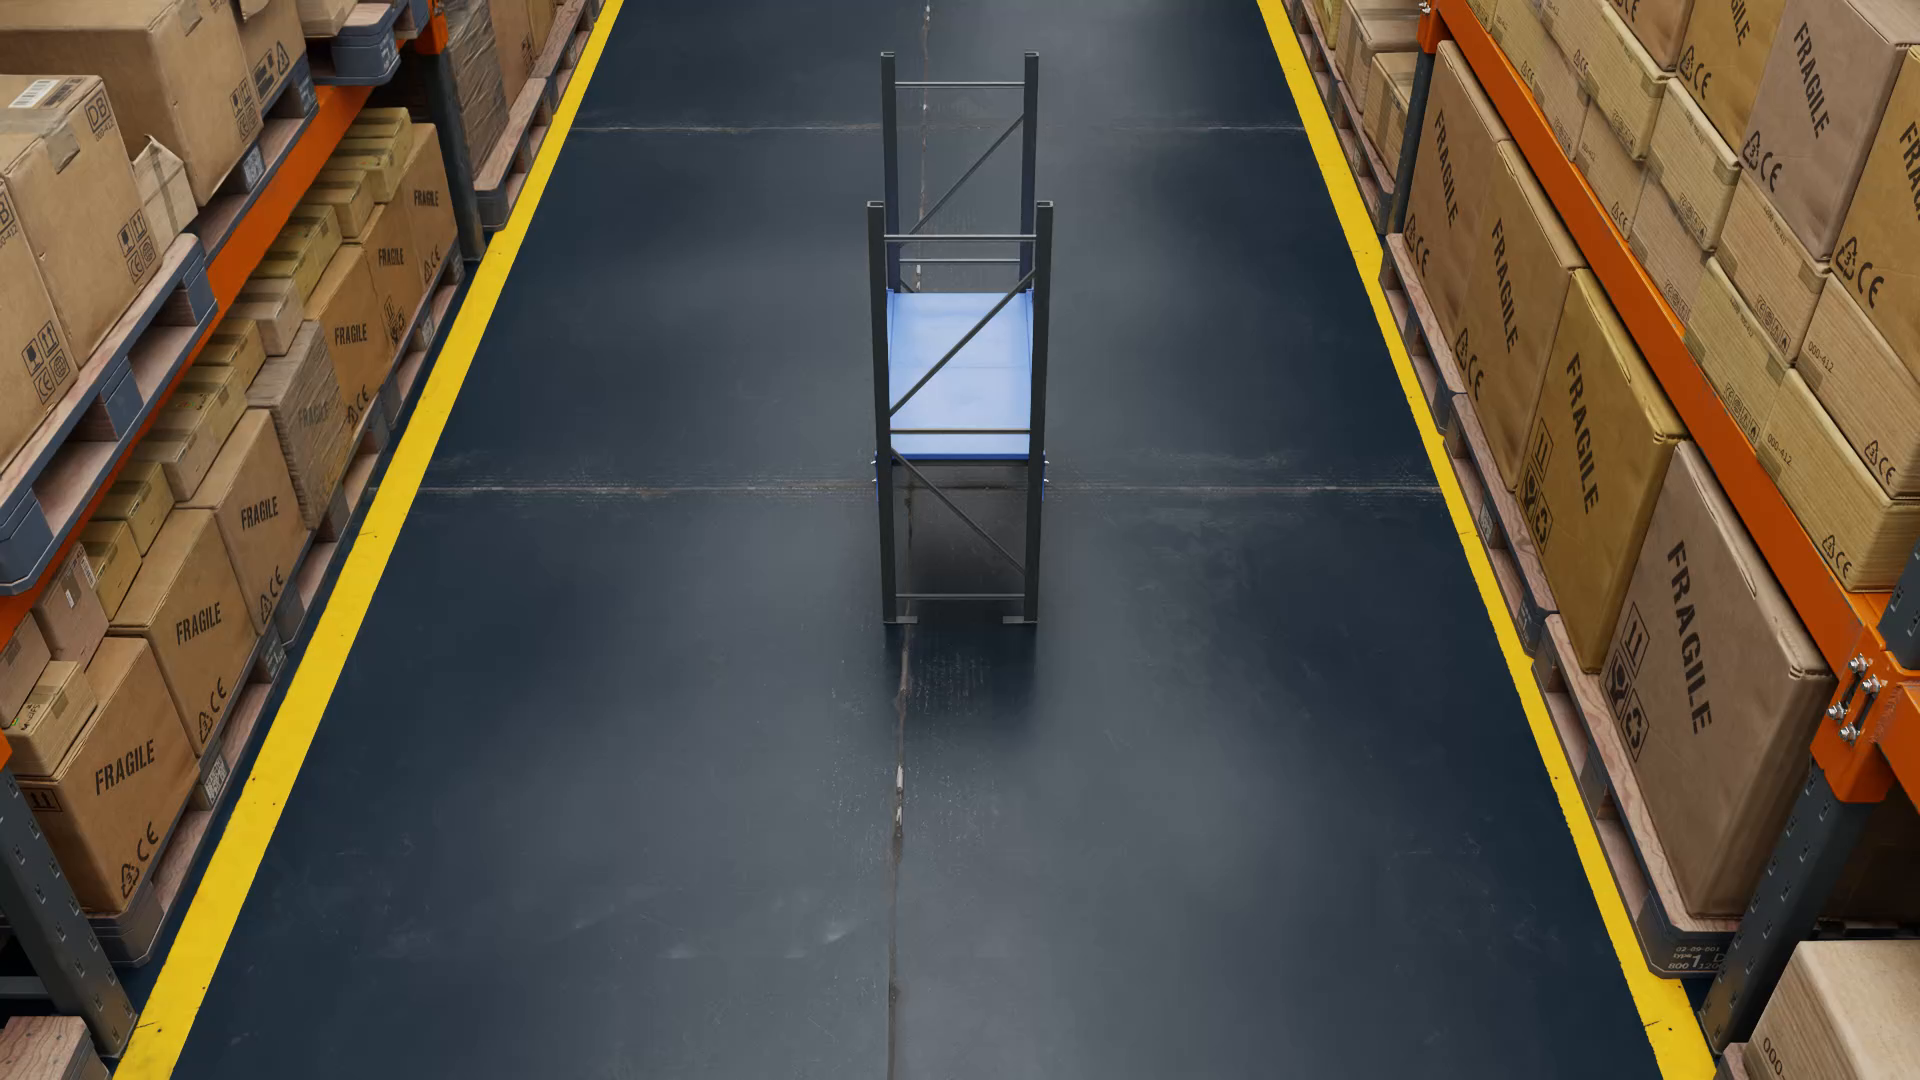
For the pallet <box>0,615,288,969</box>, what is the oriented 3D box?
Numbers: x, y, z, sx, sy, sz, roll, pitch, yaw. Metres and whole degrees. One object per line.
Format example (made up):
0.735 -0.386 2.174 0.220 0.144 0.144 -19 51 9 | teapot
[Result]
-2.626 0.665 4.751 1.003 0.211 1.213 0 39 0 | pallet

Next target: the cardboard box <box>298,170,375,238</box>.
-2.350 -1.213 6.010 0.380 0.149 0.250 -1 39 -2 | cardboard box

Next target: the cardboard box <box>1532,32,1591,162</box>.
2.134 -1.408 5.228 0.500 0.250 0.500 1 39 1 | cardboard box

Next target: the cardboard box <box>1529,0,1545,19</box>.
2.125 -1.918 5.465 0.500 0.250 0.500 1 39 1 | cardboard box

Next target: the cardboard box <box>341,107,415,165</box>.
-2.338 -1.549 6.428 0.380 0.149 0.250 -2 39 -2 | cardboard box

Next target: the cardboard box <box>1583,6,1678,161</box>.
2.101 -1.289 4.680 0.500 0.250 0.500 1 39 1 | cardboard box

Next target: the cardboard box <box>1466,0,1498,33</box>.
2.121 -2.057 6.038 0.500 0.250 0.500 -1 39 -1 | cardboard box

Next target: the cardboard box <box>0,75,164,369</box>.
-2.365 -0.744 3.864 0.700 0.500 0.500 0 39 0 | cardboard box

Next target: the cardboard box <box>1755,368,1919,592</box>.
2.124 -0.142 3.649 0.500 0.250 0.500 -1 39 -1 | cardboard box

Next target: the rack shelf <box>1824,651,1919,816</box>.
2.379 1.611 1.916 1.077 0.370 4.000 0 39 0 | rack shelf

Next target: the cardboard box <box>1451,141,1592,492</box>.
2.286 -0.767 5.671 0.875 0.875 0.875 0 39 1 | cardboard box

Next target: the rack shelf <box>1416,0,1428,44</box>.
2.370 -3.392 8.159 1.077 0.370 4.000 0 39 0 | rack shelf

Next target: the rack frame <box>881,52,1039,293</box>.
-0.001 -0.956 5.744 0.500 1.500 0.032 0 39 0 | rack frame

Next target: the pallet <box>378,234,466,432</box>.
-2.629 -0.861 6.655 1.003 0.211 1.213 0 39 0 | pallet

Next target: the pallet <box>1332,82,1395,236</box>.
2.372 -1.822 7.855 1.003 0.211 1.213 0 39 0 | pallet

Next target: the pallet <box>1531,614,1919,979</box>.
2.300 0.685 4.726 1.003 0.211 1.213 0 39 0 | pallet

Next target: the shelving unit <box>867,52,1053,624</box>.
0.000 -0.639 5.348 0.538 1.500 1.048 0 39 0 | shelving unit

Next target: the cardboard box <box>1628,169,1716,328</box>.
2.143 -0.776 4.440 0.500 0.250 0.500 -1 39 -1 | cardboard box

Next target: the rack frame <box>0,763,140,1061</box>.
-2.587 0.086 3.244 1.000 3.000 0.127 0 39 0 | rack frame

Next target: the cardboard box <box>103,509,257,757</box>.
-2.373 0.262 4.688 0.500 0.500 0.500 -1 39 -1 | cardboard box

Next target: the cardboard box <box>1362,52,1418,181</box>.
2.381 -1.913 7.505 0.950 0.372 0.625 -2 39 -3 | cardboard box

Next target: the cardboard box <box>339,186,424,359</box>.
-2.386 -1.027 6.296 0.500 0.500 0.500 -1 39 -1 | cardboard box

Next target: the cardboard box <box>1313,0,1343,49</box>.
2.377 -2.849 8.672 0.950 0.372 0.625 1 39 1 | cardboard box

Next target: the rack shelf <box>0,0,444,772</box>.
-2.589 -0.884 5.030 1.077 0.370 4.000 0 39 0 | rack shelf

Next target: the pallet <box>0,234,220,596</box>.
-2.479 -0.339 3.928 1.003 0.211 1.213 0 39 0 | pallet

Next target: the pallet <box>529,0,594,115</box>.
-2.552 -2.603 8.830 1.003 0.211 1.213 0 39 0 | pallet

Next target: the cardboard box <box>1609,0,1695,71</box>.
2.120 -1.593 4.460 0.500 0.500 0.500 1 39 1 | cardboard box

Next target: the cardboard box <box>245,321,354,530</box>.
-2.364 -0.375 5.482 0.500 0.500 0.500 -1 39 -2 | cardboard box

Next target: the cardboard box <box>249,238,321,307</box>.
-2.395 -0.892 5.609 0.380 0.149 0.250 -1 39 -1 | cardboard box

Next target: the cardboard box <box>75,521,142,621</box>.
-2.411 0.086 4.389 0.380 0.149 0.250 -2 39 -2 | cardboard box

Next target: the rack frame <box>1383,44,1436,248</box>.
2.372 -2.422 6.373 1.000 3.000 0.127 0 39 0 | rack frame

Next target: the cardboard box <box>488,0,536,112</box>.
-2.587 -2.452 7.974 0.875 0.625 0.625 1 39 1 | cardboard box

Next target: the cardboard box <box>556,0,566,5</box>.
-2.591 -3.343 9.086 0.875 0.625 0.625 0 39 0 | cardboard box

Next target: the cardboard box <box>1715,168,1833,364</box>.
2.125 -0.645 3.876 0.500 0.250 0.500 1 39 1 | cardboard box

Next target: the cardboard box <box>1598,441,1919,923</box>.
2.296 0.357 4.269 0.875 0.875 0.875 1 39 1 | cardboard box

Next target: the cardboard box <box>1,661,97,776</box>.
-2.321 0.420 3.972 0.380 0.149 0.250 2 39 2 | cardboard box

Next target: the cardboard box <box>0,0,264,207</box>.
-2.366 -1.235 4.476 0.700 0.500 0.500 0 39 0 | cardboard box

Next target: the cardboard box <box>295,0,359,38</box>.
-2.267 -1.862 5.458 0.500 0.250 0.500 -2 39 -2 | cardboard box

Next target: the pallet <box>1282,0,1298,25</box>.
2.370 -3.348 9.759 1.003 0.211 1.213 0 39 0 | pallet

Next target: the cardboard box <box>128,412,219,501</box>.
-2.388 -0.242 4.797 0.380 0.149 0.250 0 39 0 | cardboard box

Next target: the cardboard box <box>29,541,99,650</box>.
-2.370 0.141 4.082 0.380 0.149 0.250 -2 39 -2 | cardboard box

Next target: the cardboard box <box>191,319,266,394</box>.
-2.415 -0.566 5.202 0.380 0.149 0.250 0 39 0 | cardboard box

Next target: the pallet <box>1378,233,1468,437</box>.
2.297 -0.840 6.630 1.003 0.211 1.213 0 39 0 | pallet

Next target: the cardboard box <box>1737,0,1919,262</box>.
2.117 -0.952 3.660 0.500 0.500 0.500 1 39 1 | cardboard box
